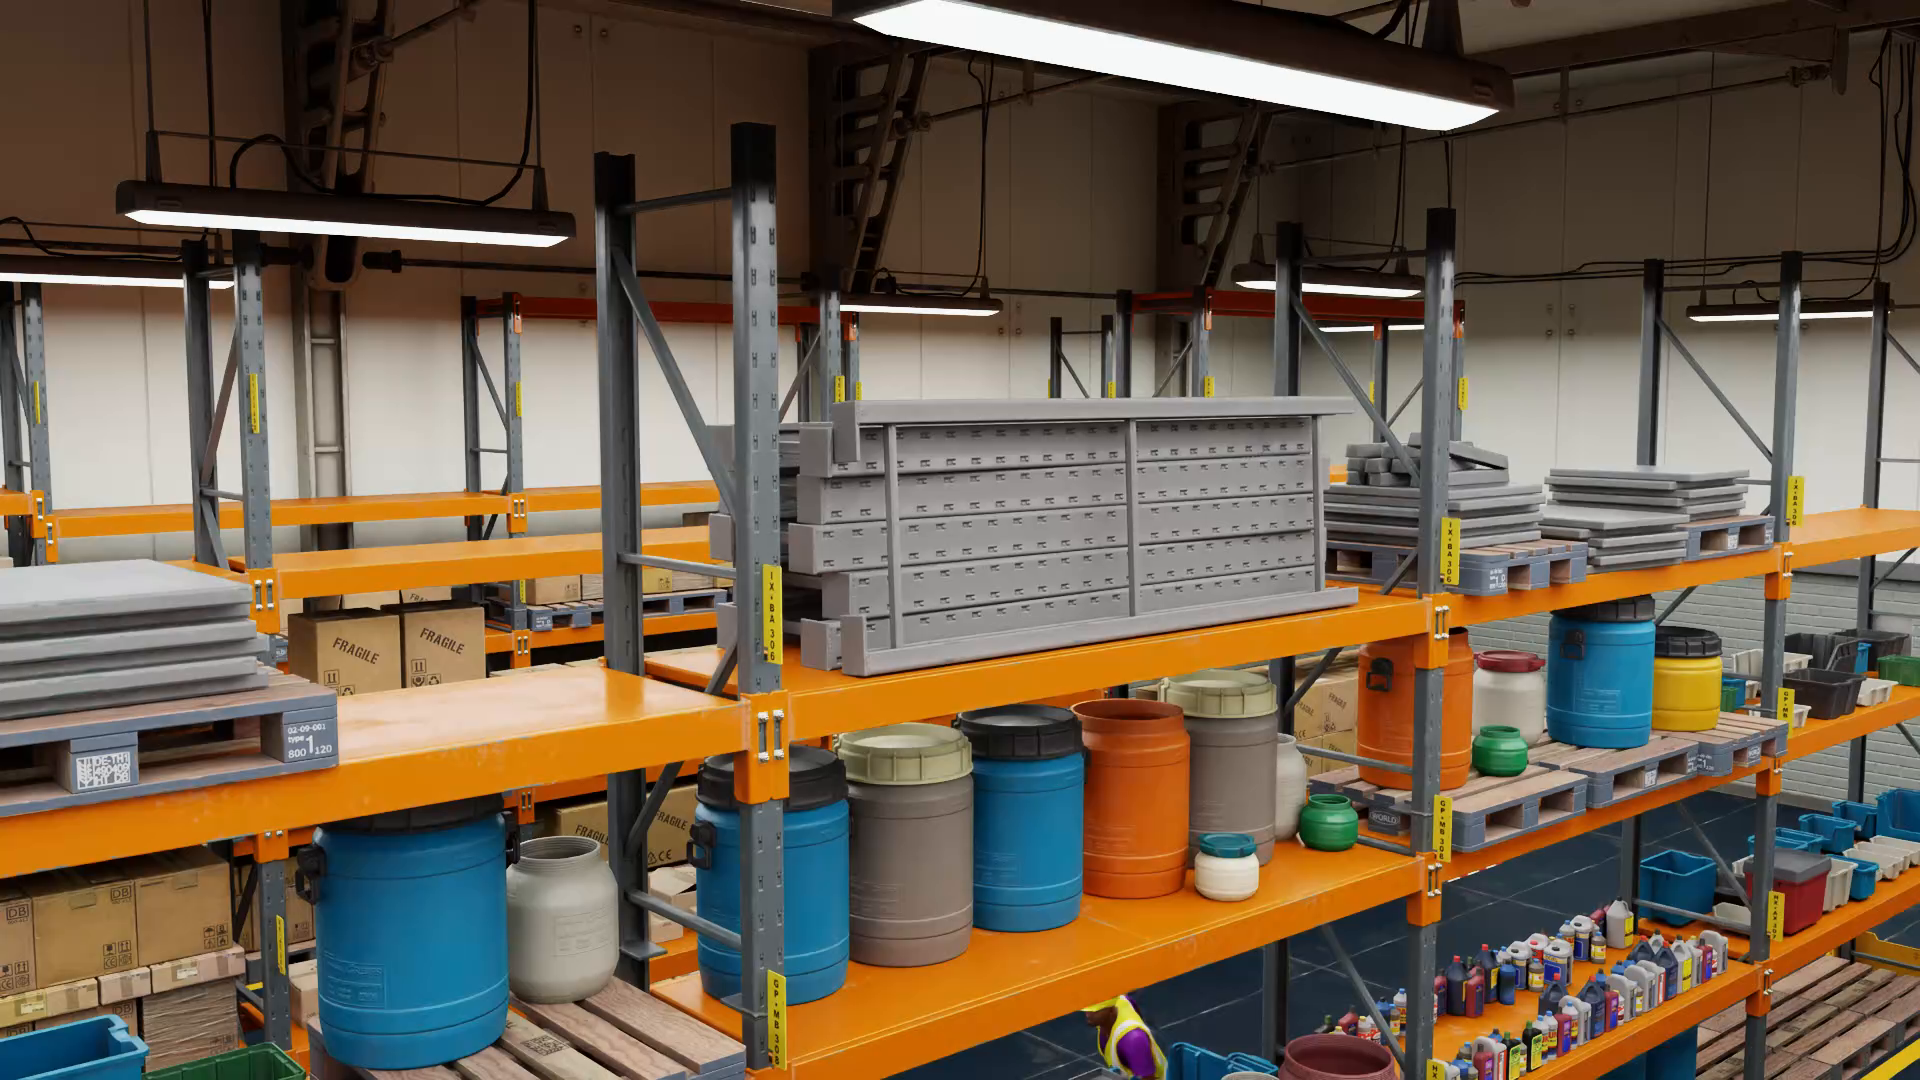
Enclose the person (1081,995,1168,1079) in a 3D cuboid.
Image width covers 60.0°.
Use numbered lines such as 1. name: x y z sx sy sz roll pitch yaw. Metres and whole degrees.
1. person: 1.164 3.386 10.203 1.079 1.595 0.714 -3 6 -27
